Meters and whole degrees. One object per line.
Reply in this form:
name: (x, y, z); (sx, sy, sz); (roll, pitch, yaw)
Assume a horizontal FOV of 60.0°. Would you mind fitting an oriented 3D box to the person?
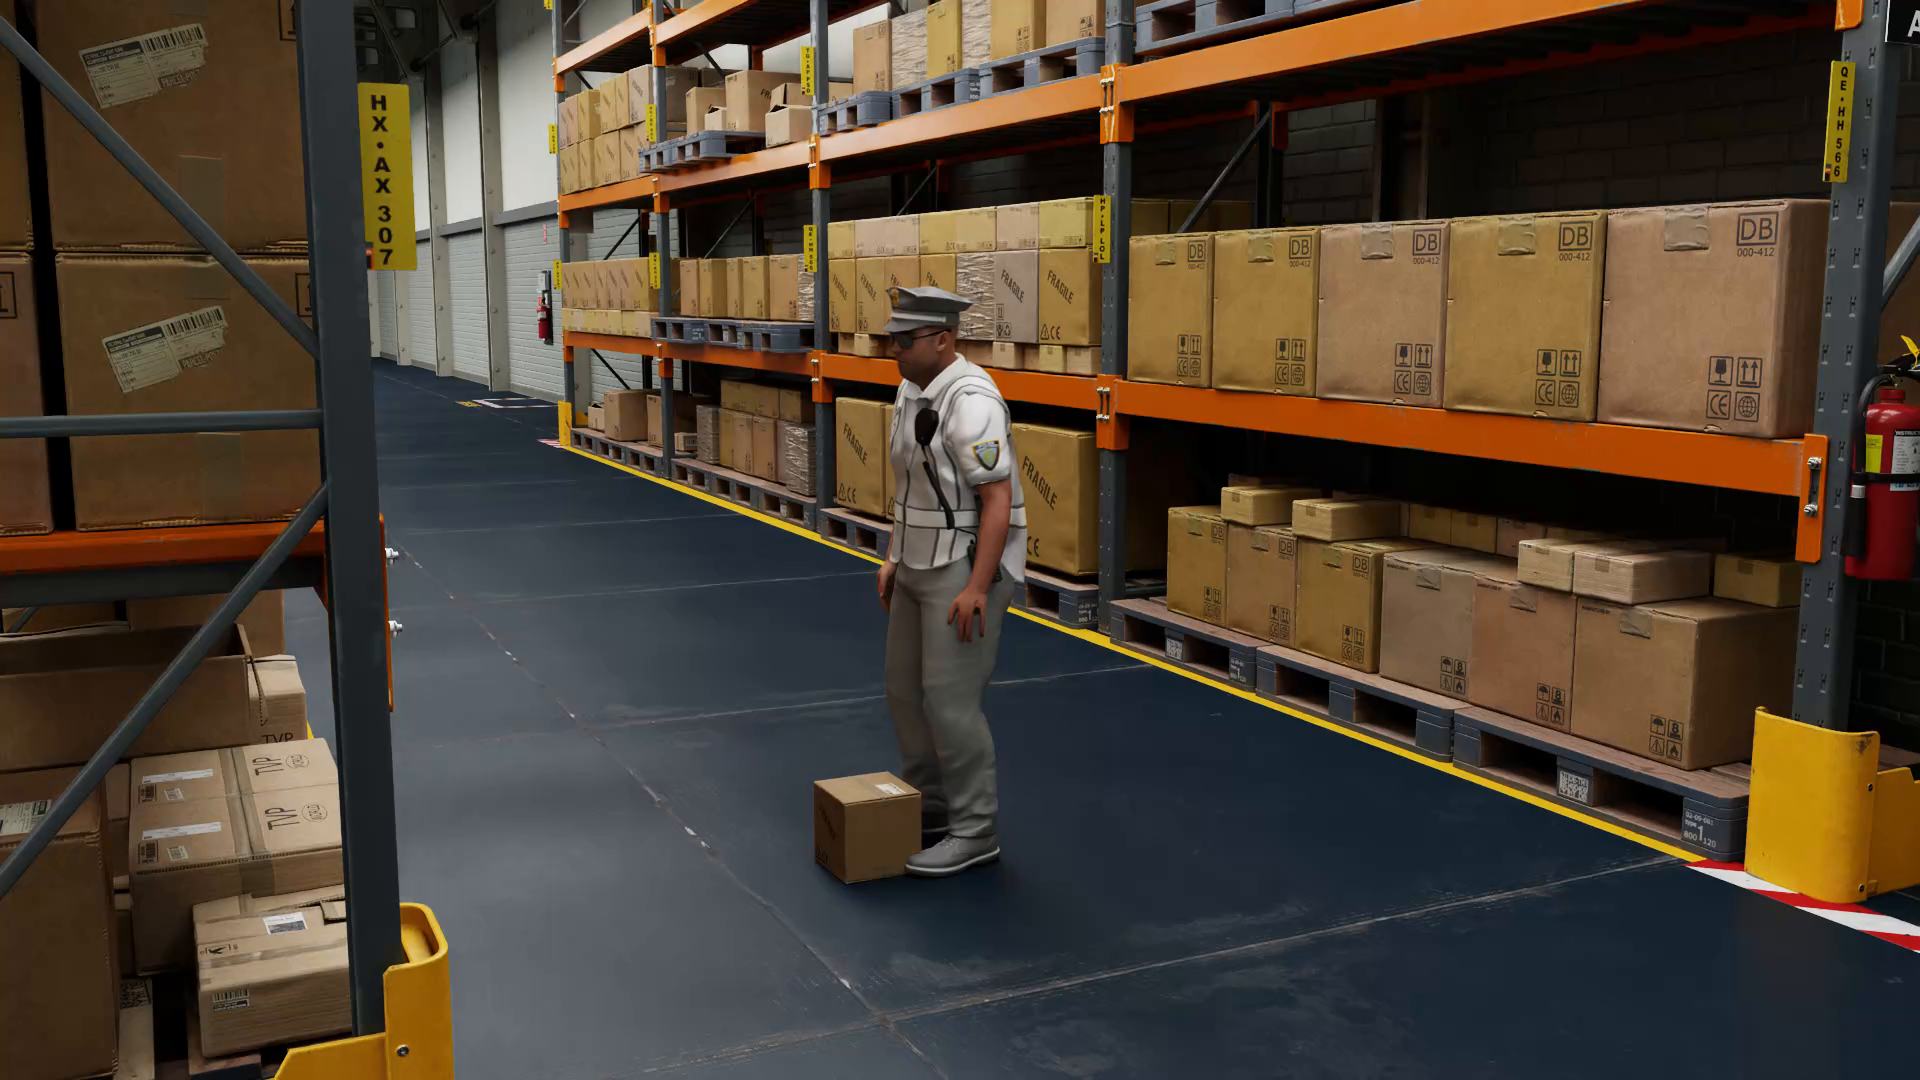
person: (-0.036, 0.110, 5.067); (0.429, 1.749, 0.600); (-5, 10, -28)
